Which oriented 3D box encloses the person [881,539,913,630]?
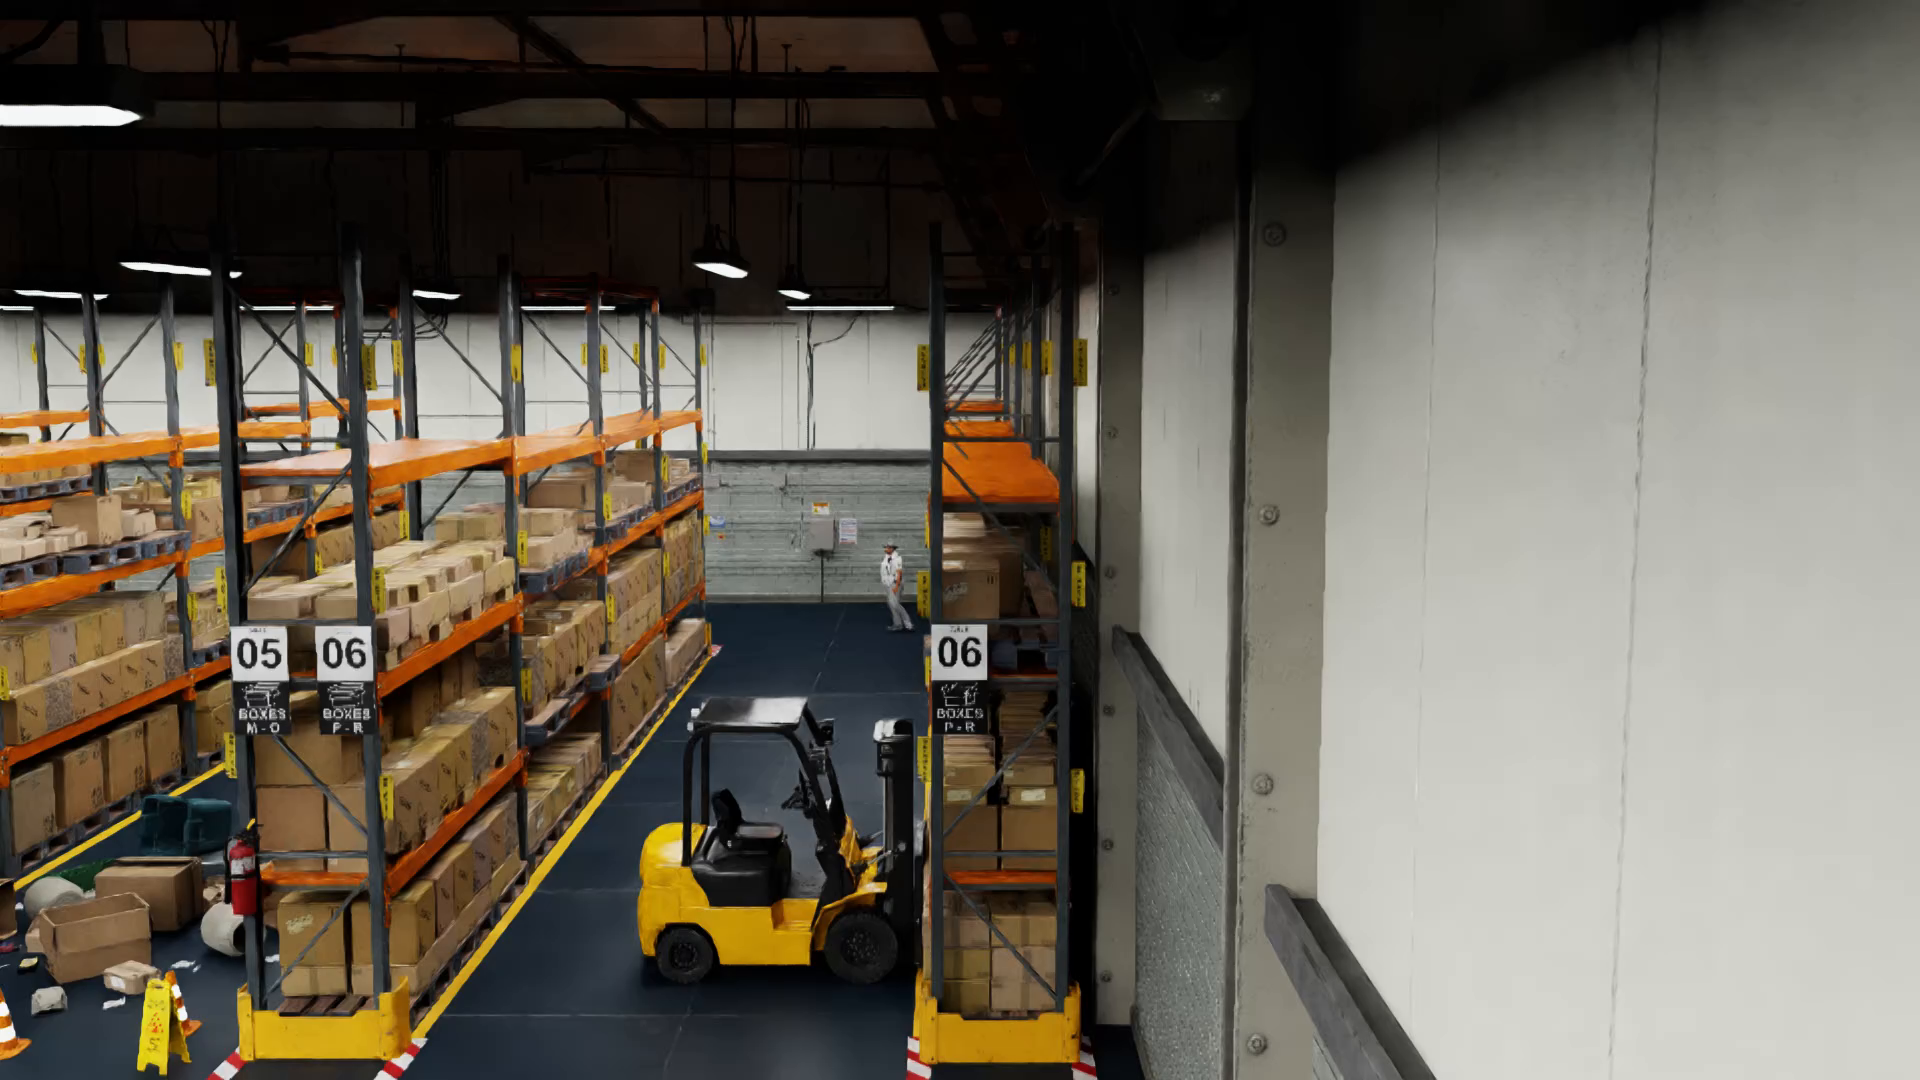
[{"bbox_3d":[-1.158,0.816,30.204,0.474,1.656,0.658,-4,8,-29],"label":"person"}]
